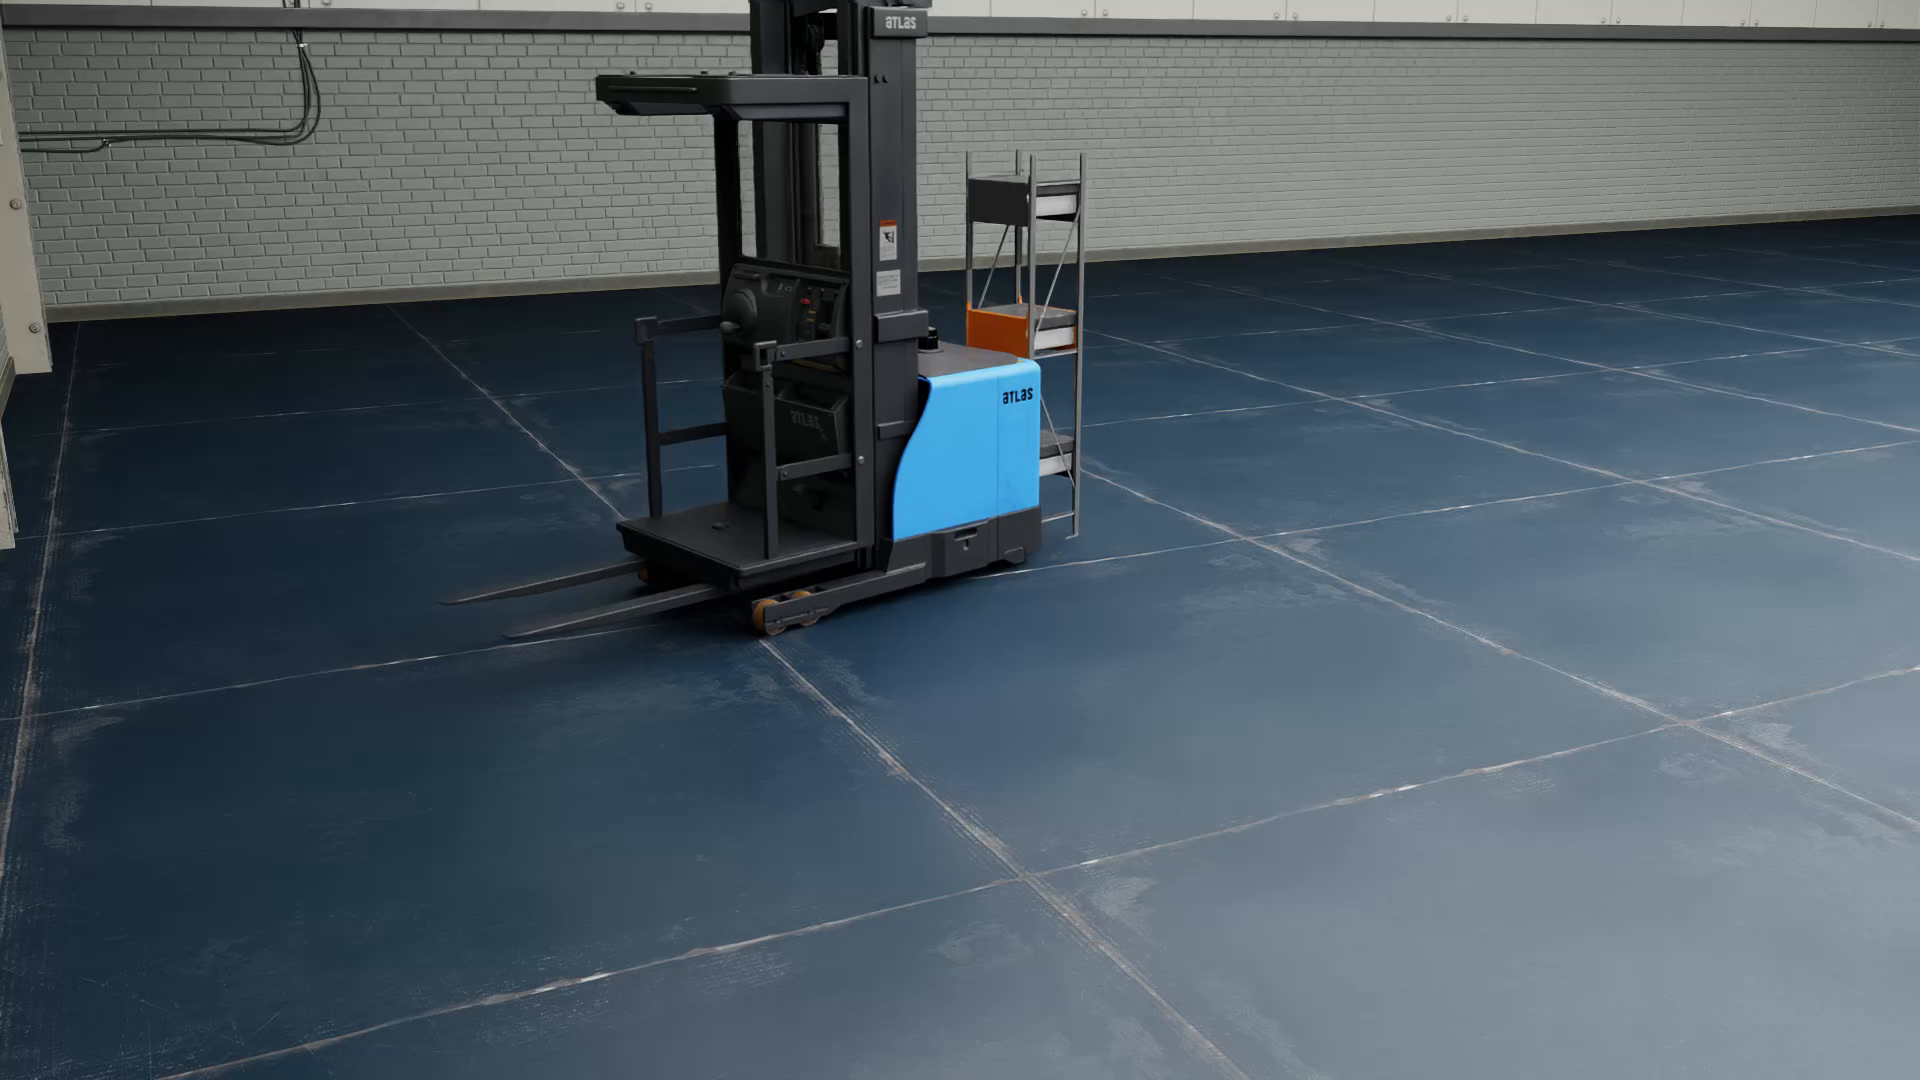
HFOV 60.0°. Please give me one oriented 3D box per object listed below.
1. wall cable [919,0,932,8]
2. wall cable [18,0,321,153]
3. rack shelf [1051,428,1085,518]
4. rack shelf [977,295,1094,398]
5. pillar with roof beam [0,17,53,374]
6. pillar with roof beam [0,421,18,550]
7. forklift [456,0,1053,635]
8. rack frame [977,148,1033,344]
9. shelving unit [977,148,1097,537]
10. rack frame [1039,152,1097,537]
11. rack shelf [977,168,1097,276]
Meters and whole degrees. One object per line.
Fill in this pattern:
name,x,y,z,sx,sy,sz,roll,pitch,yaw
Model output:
wall cable,0.411,-9.469,19.766,2.305,6.003,0.169,-8,18,-25
wall cable,-8.130,-5.198,16.680,3.097,2.526,0.112,-8,18,-25
rack shelf,0.410,-0.372,9.328,0.431,0.518,0.480,-14,21,-40
rack shelf,0.410,-1.045,9.135,0.431,0.518,0.480,-14,21,-40
pillar with roof beam,-4.158,-6.321,14.962,9.100,9.000,0.400,-8,18,-25
pillar with roof beam,-1.529,-4.833,9.777,9.100,9.000,0.400,-8,18,-25
forklift,-0.939,-1.145,7.927,3.031,2.935,1.130,-14,21,-40
rack frame,0.247,-1.108,9.306,0.400,2.100,0.015,-14,21,-40
shelving unit,0.410,-1.058,9.131,0.431,2.100,0.503,-14,21,-40
rack frame,0.573,-1.008,8.957,0.400,2.100,0.015,-14,21,-40
rack shelf,0.410,-1.718,8.942,0.431,0.518,0.480,-14,21,-40
